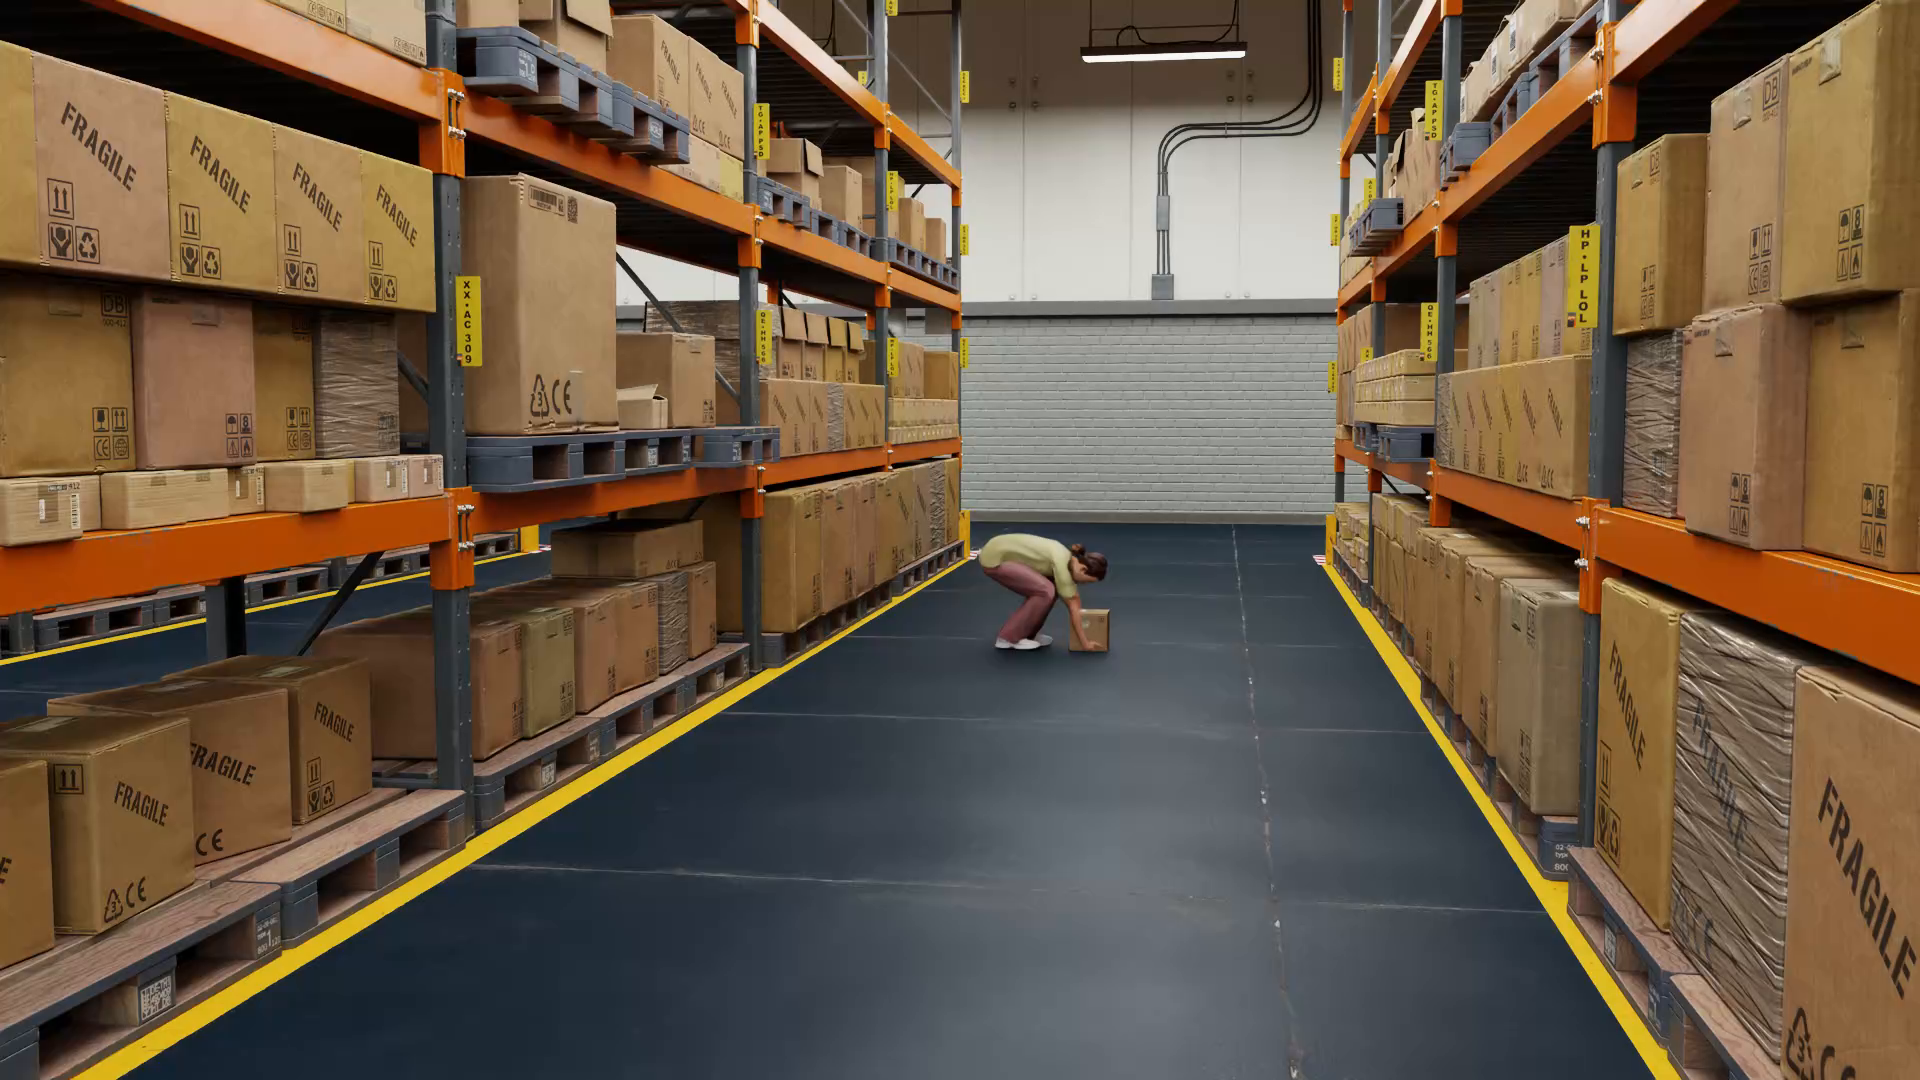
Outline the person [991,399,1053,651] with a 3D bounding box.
[{"bbox_3d":[0.416,-0.110,11.226,0.414,1.674,0.486,1,5,7],"label":"person"}]
